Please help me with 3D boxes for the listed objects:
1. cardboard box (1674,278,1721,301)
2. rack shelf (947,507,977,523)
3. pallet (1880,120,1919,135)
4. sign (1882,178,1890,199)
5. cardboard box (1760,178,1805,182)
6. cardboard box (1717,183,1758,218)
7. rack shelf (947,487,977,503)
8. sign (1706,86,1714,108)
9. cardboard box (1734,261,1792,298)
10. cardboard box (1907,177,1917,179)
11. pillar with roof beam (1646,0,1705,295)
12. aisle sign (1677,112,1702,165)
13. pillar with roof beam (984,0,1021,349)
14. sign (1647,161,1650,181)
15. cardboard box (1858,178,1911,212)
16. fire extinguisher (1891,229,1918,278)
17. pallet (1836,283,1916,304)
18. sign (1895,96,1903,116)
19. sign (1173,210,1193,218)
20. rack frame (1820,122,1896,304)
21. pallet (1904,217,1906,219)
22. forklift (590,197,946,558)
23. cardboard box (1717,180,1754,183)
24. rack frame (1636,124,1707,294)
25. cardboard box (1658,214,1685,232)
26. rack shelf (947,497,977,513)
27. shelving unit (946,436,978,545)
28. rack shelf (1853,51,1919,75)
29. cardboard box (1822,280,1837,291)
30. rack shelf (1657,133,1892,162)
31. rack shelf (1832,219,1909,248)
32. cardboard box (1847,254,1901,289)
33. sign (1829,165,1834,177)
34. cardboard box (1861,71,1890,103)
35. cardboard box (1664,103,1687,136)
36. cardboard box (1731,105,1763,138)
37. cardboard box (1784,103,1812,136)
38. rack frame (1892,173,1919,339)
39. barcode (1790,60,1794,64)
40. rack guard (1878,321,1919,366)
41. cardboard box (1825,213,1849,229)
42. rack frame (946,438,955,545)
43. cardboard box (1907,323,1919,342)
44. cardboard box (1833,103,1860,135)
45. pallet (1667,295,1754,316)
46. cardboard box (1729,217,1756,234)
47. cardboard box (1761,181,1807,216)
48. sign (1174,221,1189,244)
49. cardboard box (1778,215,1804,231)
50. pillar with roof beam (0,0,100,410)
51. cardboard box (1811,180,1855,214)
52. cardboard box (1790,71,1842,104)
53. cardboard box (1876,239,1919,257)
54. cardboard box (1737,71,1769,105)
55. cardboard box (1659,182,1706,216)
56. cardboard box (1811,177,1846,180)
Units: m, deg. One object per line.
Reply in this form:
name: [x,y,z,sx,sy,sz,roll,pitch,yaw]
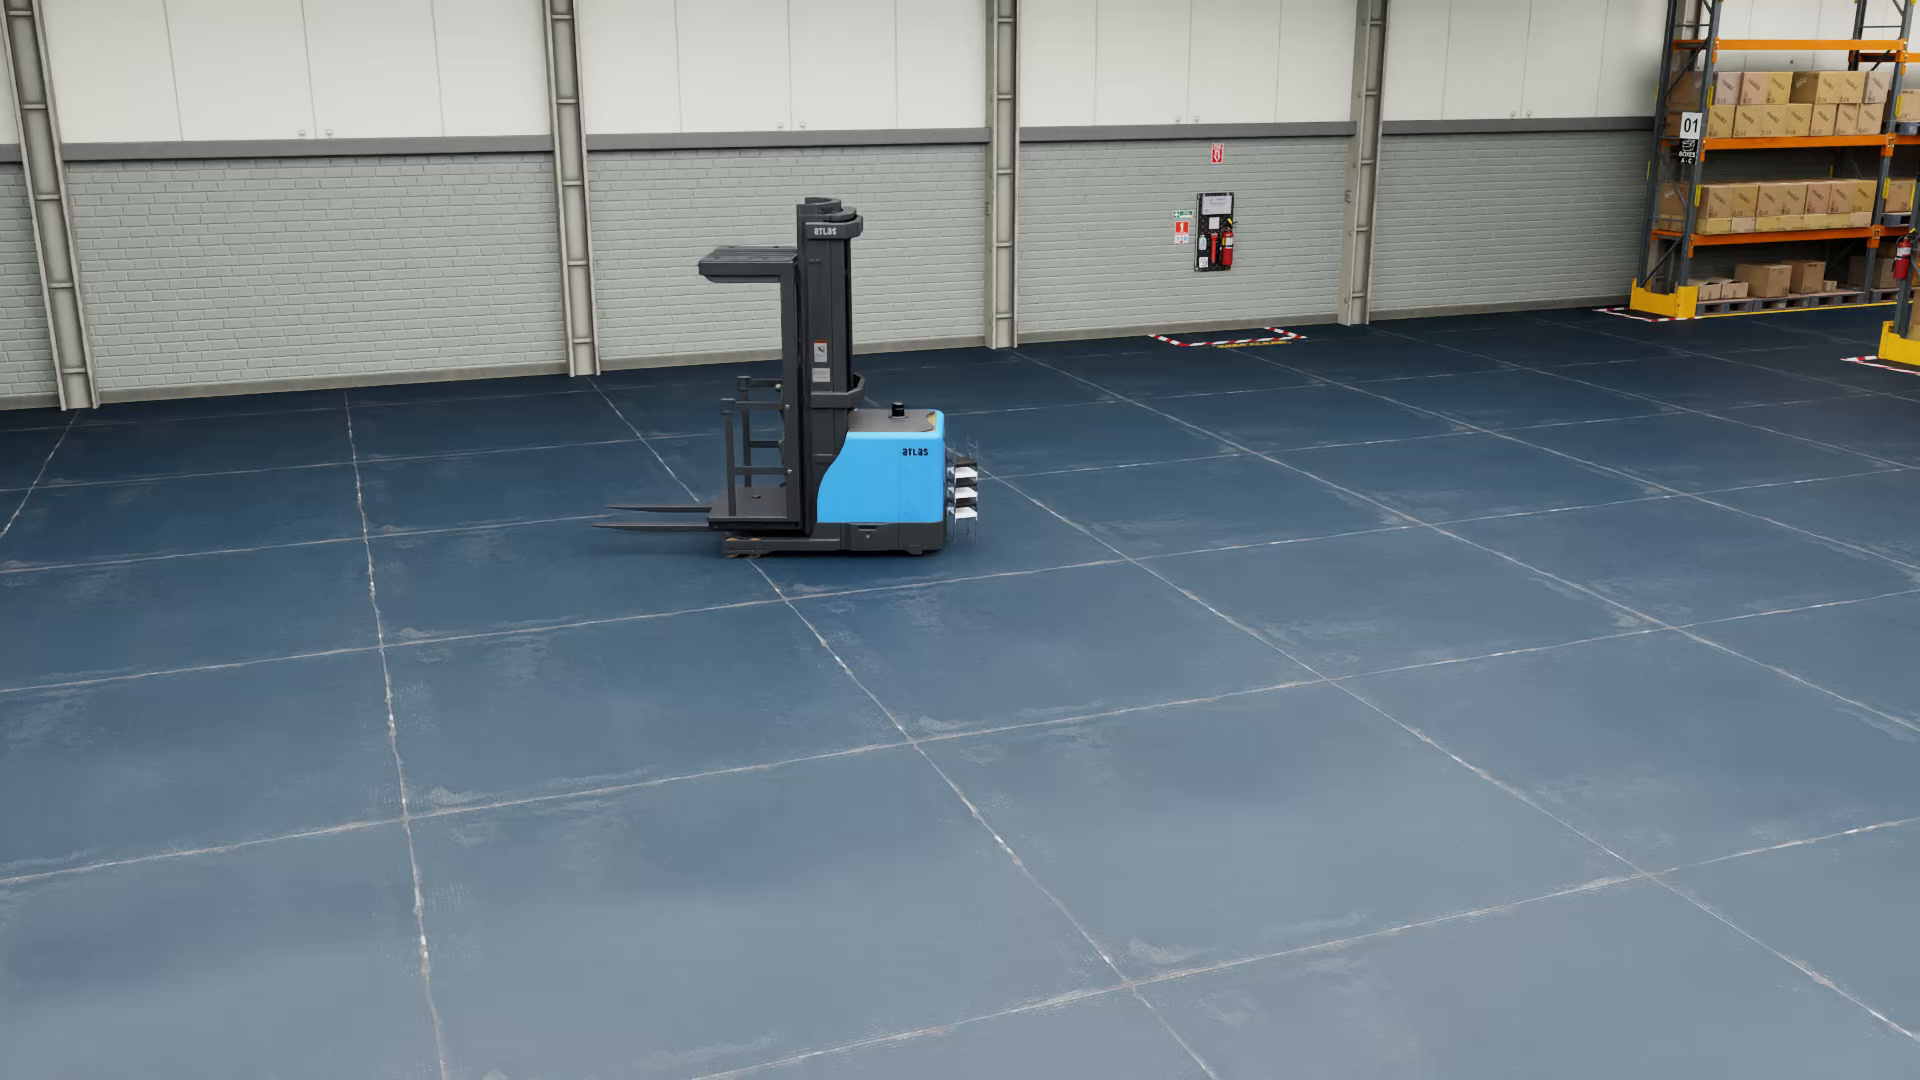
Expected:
cardboard box: [12.134,-4.135,27.346,0.500,0.311,0.500,-8,18,-26]
rack shelf: [0.015,-0.228,14.533,0.200,0.077,0.258,-5,17,-18]
pallet: [15.805,-6.954,27.966,1.003,0.211,1.213,-6,17,-20]
sign: [15.392,-5.844,27.640,0.005,0.325,0.100,-6,17,-20]
cardboard box: [13.725,-5.776,27.844,0.500,0.500,0.500,-6,17,-19]
cardboard box: [12.474,-5.482,26.841,0.500,0.500,0.500,-6,17,-20]
rack shelf: [0.015,-0.400,14.482,0.200,0.077,0.258,-5,17,-18]
sign: [11.650,-6.884,25.841,0.005,0.325,0.100,-6,17,-20]
cardboard box: [13.369,-4.344,27.723,0.500,0.500,0.700,-7,18,-24]
cardboard box: [16.806,-6.002,28.754,0.500,0.500,0.700,-4,17,-12]
pillar with roof beam: [13.340,-7.212,23.186,0.400,9.000,9.100,-6,17,-20]
aisle sign: [11.496,-6.329,26.213,0.004,0.787,0.394,-6,17,-20]
pillar with roof beam: [2.135,-6.002,19.066,0.400,9.000,9.100,-6,17,-20]
sign: [11.276,-6.023,27.169,0.005,0.325,0.100,-6,17,-20]
cardboard box: [15.678,-5.873,28.314,0.500,0.500,0.700,-6,17,-20]
fire extinguisher: [12.955,-3.938,22.822,0.183,0.674,0.296,-6,17,-20]
pallet: [15.917,-4.312,28.907,1.213,0.211,1.003,-6,17,-20]
sign: [15.392,-7.116,27.267,0.005,0.325,0.100,-6,17,-20]
sign: [3.330,-4.863,24.830,0.331,0.109,0.001,-6,17,-20]
rack frame: [15.191,-5.571,28.246,0.127,3.000,1.000,-6,17,-20]
pallet: [17.092,-5.672,28.930,1.213,0.211,1.003,-6,17,-20]
forklift: [-1.647,-1.405,14.180,3.031,2.935,1.130,0,16,1]
cardboard box: [12.774,-5.670,27.483,0.500,0.500,0.500,-7,18,-22]
rack frame: [11.455,-5.168,26.873,0.127,3.000,1.000,-6,17,-20]
cardboard box: [11.823,-5.204,27.225,0.500,0.250,0.500,-6,17,-19]
rack shelf: [0.015,-0.314,14.508,0.200,0.077,0.258,-5,17,-18]
shelving unit: [0.015,-0.432,14.473,0.210,0.900,0.258,-5,17,-18]
rack shelf: [17.058,-8.114,28.245,4.000,0.370,1.077,-6,17,-20]
cardboard box: [14.702,-4.361,28.373,0.250,0.166,0.380,-9,18,-27]
rack shelf: [13.323,-6.464,27.238,4.000,0.370,1.077,-6,17,-20]
rack shelf: [17.058,-5.428,29.034,4.000,0.370,1.077,-6,17,-20]
cardboard box: [15.872,-4.661,28.804,0.500,0.500,0.700,-6,17,-18]
sign: [14.989,-6.272,28.579,0.005,0.325,0.100,-6,17,-20]
cardboard box: [14.820,-7.426,27.251,0.500,0.500,0.500,-8,18,-25]
cardboard box: [11.755,-6.773,26.803,0.500,0.500,0.500,-5,17,-16]
cardboard box: [12.371,-6.677,26.476,0.500,0.500,0.500,-5,17,-16]
cardboard box: [13.348,-6.790,26.861,0.500,0.500,0.500,-5,17,-17]
rack frame: [13.231,-3.865,22.436,0.127,3.000,1.000,-6,17,-20]
barcode: [13.739,-7.895,27.464,0.075,0.075,0.001,-6,17,-20]
rack guard: [13.209,-2.663,22.780,0.348,0.500,1.175,-6,17,-20]
cardboard box: [14.389,-5.333,27.666,0.500,0.250,0.500,-6,17,-20]
rack frame: [-0.082,-0.423,14.442,0.006,0.900,0.240,-5,17,-18]
cardboard box: [13.627,-2.879,23.213,0.500,0.250,0.500,-6,17,-20]
cardboard box: [14.331,-6.904,27.249,0.500,0.500,0.500,-8,18,-25]
pallet: [12.298,-3.910,27.539,1.213,0.211,1.003,-6,17,-20]
cardboard box: [12.505,-5.127,26.965,0.500,0.250,0.500,-7,18,-22]
cardboard box: [13.436,-5.587,27.200,0.500,0.500,0.500,-6,17,-18]
sign: [3.322,-4.610,24.911,0.234,0.329,0.001,-6,17,-20]
cardboard box: [13.455,-5.227,27.306,0.500,0.250,0.500,-6,17,-20]
pillar with roof beam: [-9.071,-4.792,14.946,0.400,9.000,9.100,-6,17,-20]
cardboard box: [14.396,-5.688,27.543,0.500,0.500,0.500,-6,17,-20]
cardboard box: [13.828,-7.312,26.864,0.500,0.500,0.500,-7,18,-22]
cardboard box: [16.282,-5.067,28.852,0.500,0.250,0.500,-7,18,-21]
cardboard box: [12.389,-7.157,26.334,0.500,0.500,0.500,-6,18,-21]
cardboard box: [11.820,-5.569,27.138,0.500,0.500,0.500,-6,18,-21]
cardboard box: [14.677,-5.876,28.184,0.500,0.500,0.500,-7,18,-21]
